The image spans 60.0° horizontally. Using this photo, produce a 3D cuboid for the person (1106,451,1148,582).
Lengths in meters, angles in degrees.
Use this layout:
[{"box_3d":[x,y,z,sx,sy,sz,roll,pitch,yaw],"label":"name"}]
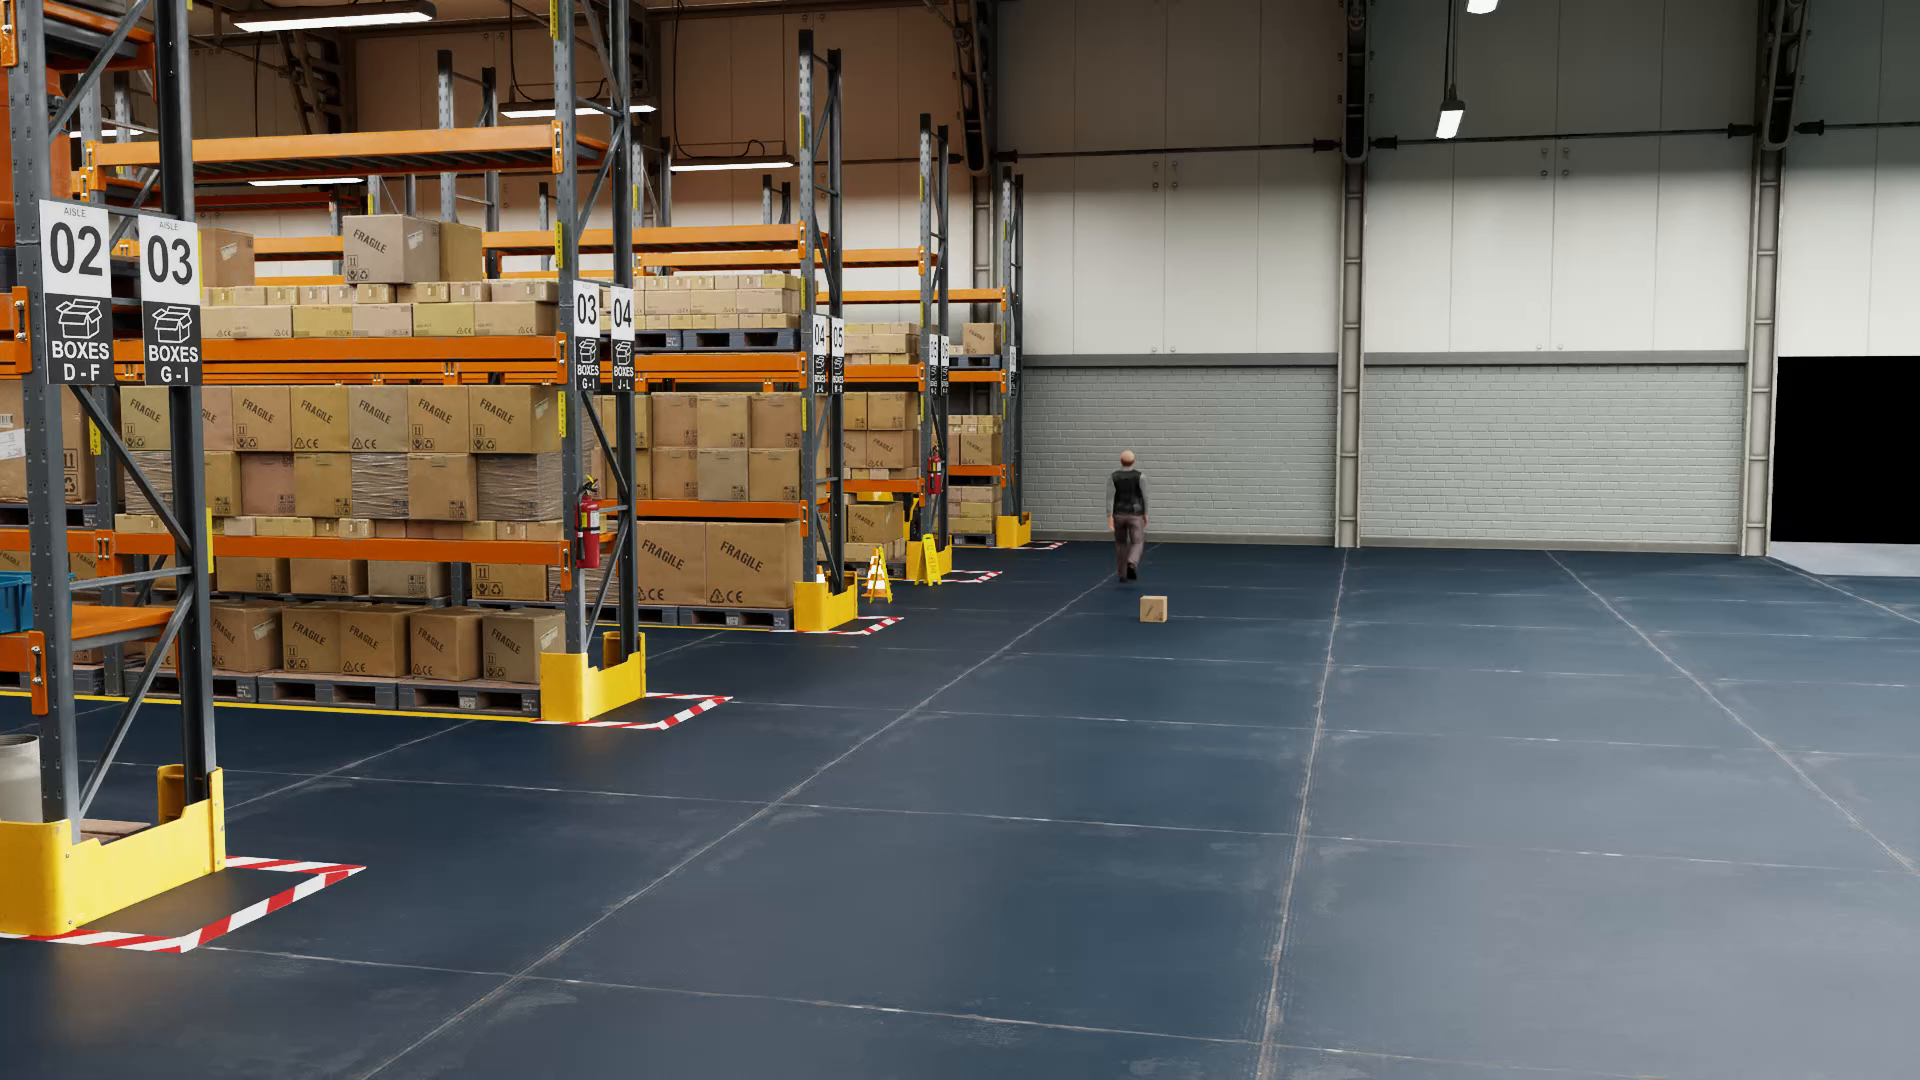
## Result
[{"box_3d":[2.120,-0.289,21.073,0.524,1.691,0.869,1,5,15],"label":"person"}]
